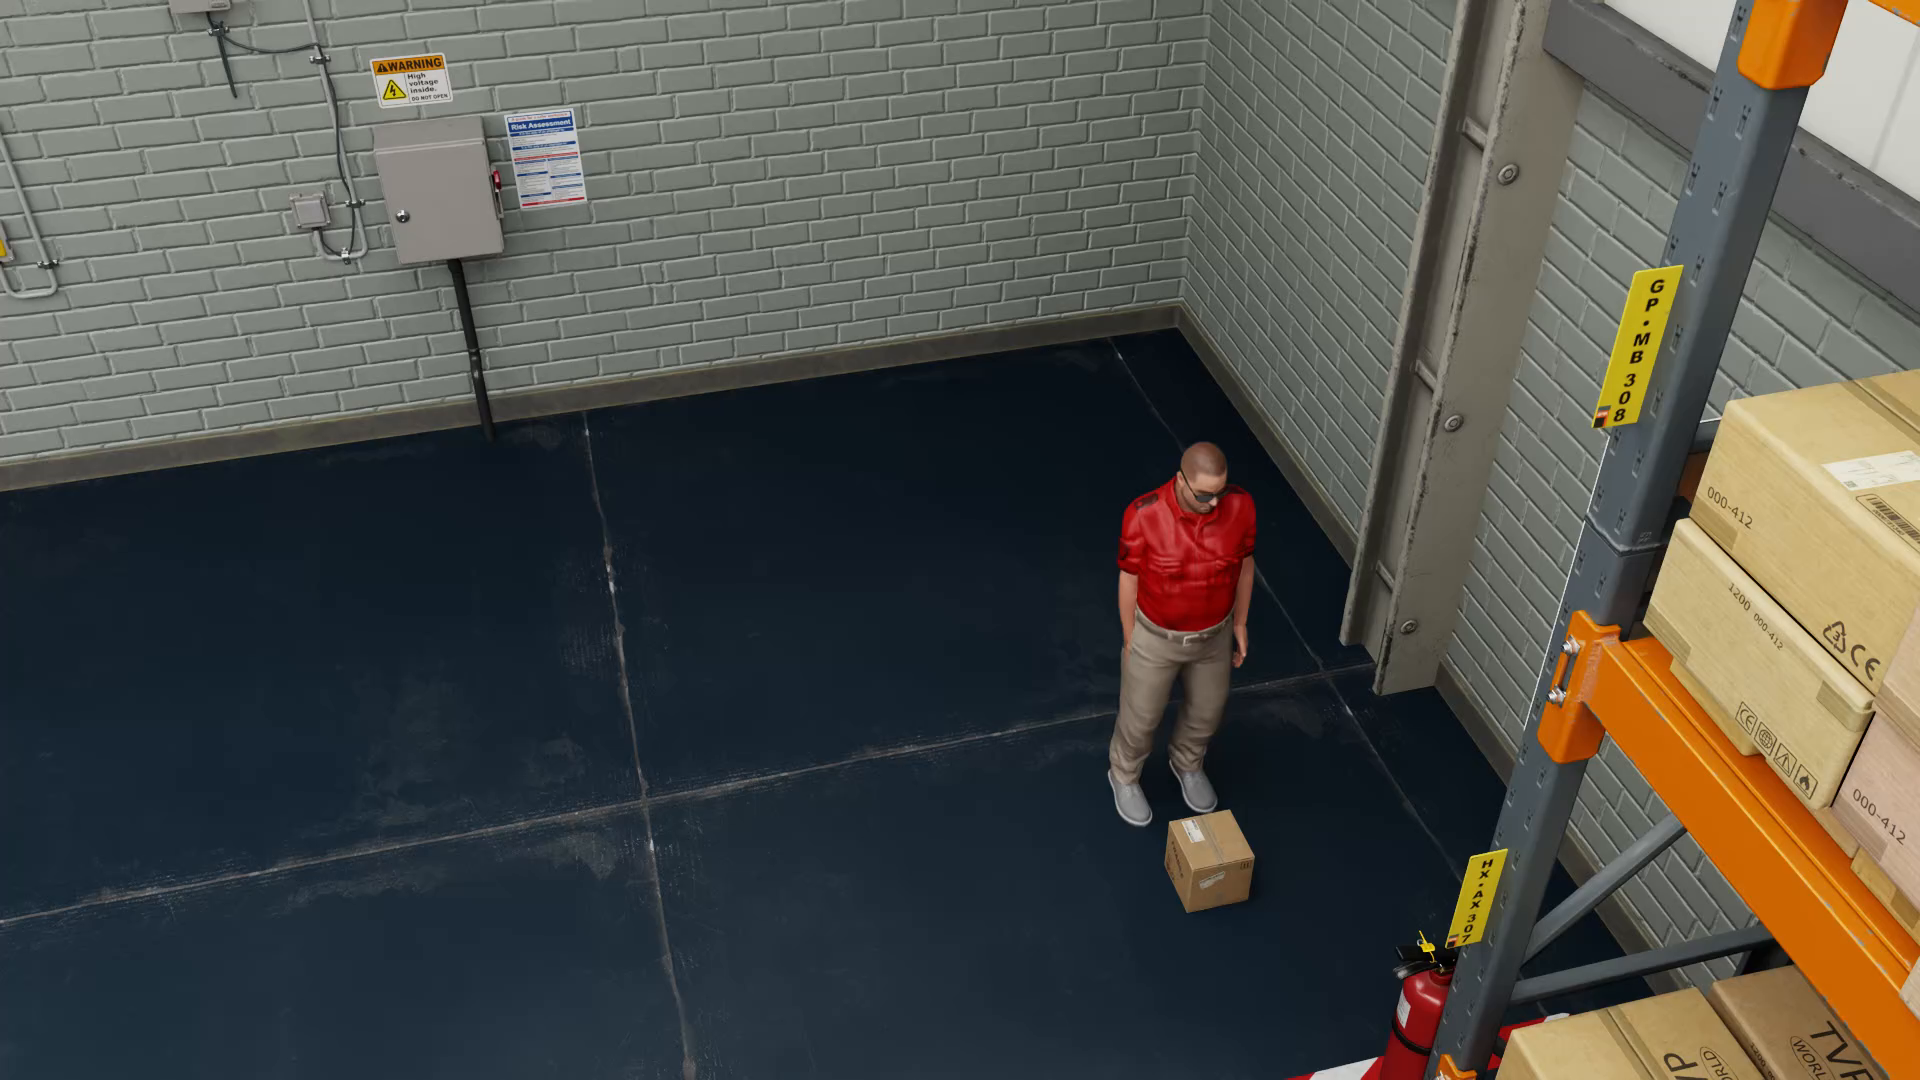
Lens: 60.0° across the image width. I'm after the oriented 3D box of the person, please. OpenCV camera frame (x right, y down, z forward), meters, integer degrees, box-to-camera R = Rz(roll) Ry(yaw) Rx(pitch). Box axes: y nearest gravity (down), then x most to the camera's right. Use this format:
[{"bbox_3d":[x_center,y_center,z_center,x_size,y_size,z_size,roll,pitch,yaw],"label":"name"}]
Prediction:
[{"bbox_3d":[0.849,0.354,6.286,0.531,1.720,0.358,-9,39,-11],"label":"person"}]
